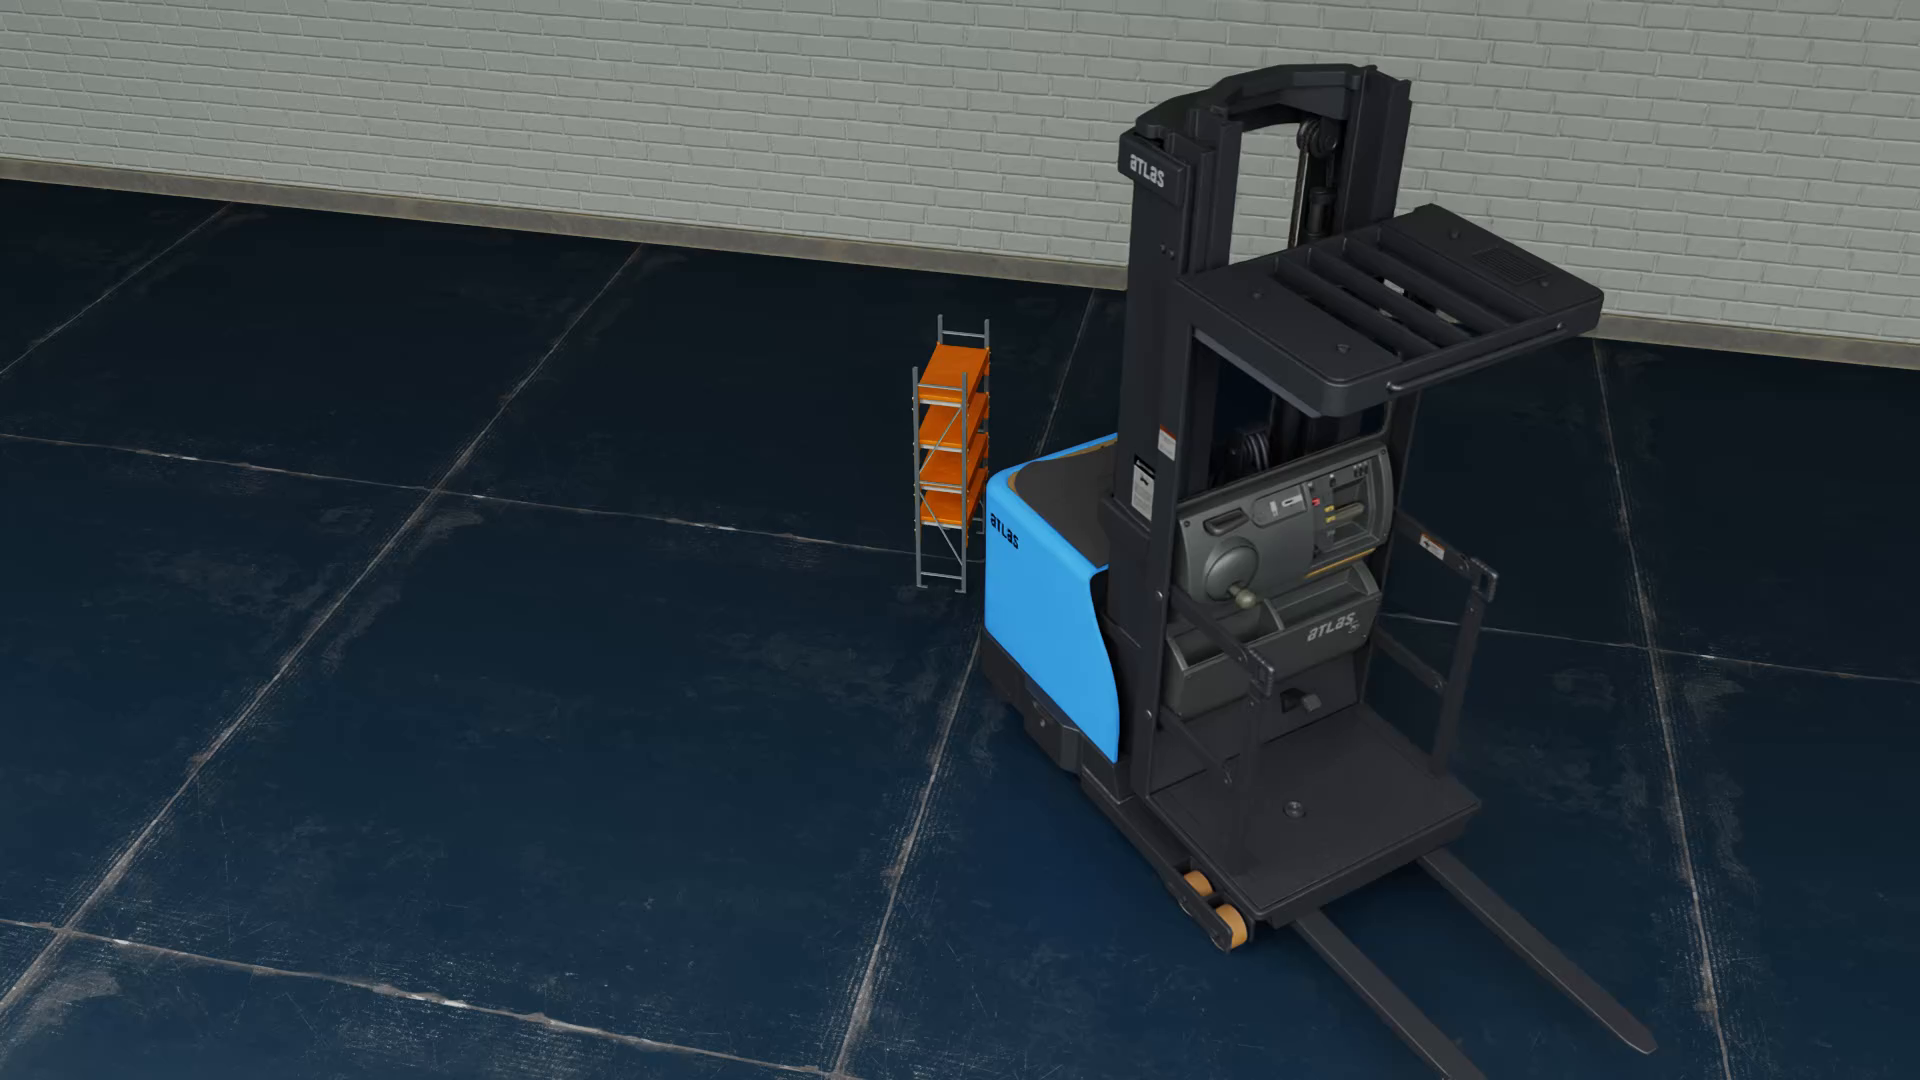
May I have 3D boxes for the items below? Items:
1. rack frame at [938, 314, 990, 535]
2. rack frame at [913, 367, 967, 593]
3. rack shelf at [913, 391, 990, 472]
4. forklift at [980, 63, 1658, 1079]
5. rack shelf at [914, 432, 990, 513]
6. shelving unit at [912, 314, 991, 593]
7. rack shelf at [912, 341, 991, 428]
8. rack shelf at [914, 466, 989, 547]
[{"bbox_3d":[0.017,-0.531,7.960,0.240,1.200,0.015,7,37,10],"label":"rack frame"},{"bbox_3d":[-0.087,-0.251,7.574,0.240,1.200,0.015,7,37,10],"label":"rack frame"},{"bbox_3d":[-0.035,-0.518,7.675,0.258,0.148,0.480,7,37,10],"label":"rack shelf"},{"bbox_3d":[1.272,0.017,5.729,1.130,2.935,3.031,-19,40,-24],"label":"forklift"},{"bbox_3d":[-0.035,-0.336,7.806,0.258,0.148,0.480,7,37,10],"label":"rack shelf"},{"bbox_3d":[-0.035,-0.391,7.767,0.258,1.200,0.503,7,37,10],"label":"shelving unit"},{"bbox_3d":[-0.035,-0.709,7.536,0.258,0.148,0.480,7,37,10],"label":"rack shelf"},{"bbox_3d":[-0.035,-0.176,7.923,0.258,0.148,0.480,7,37,10],"label":"rack shelf"}]
